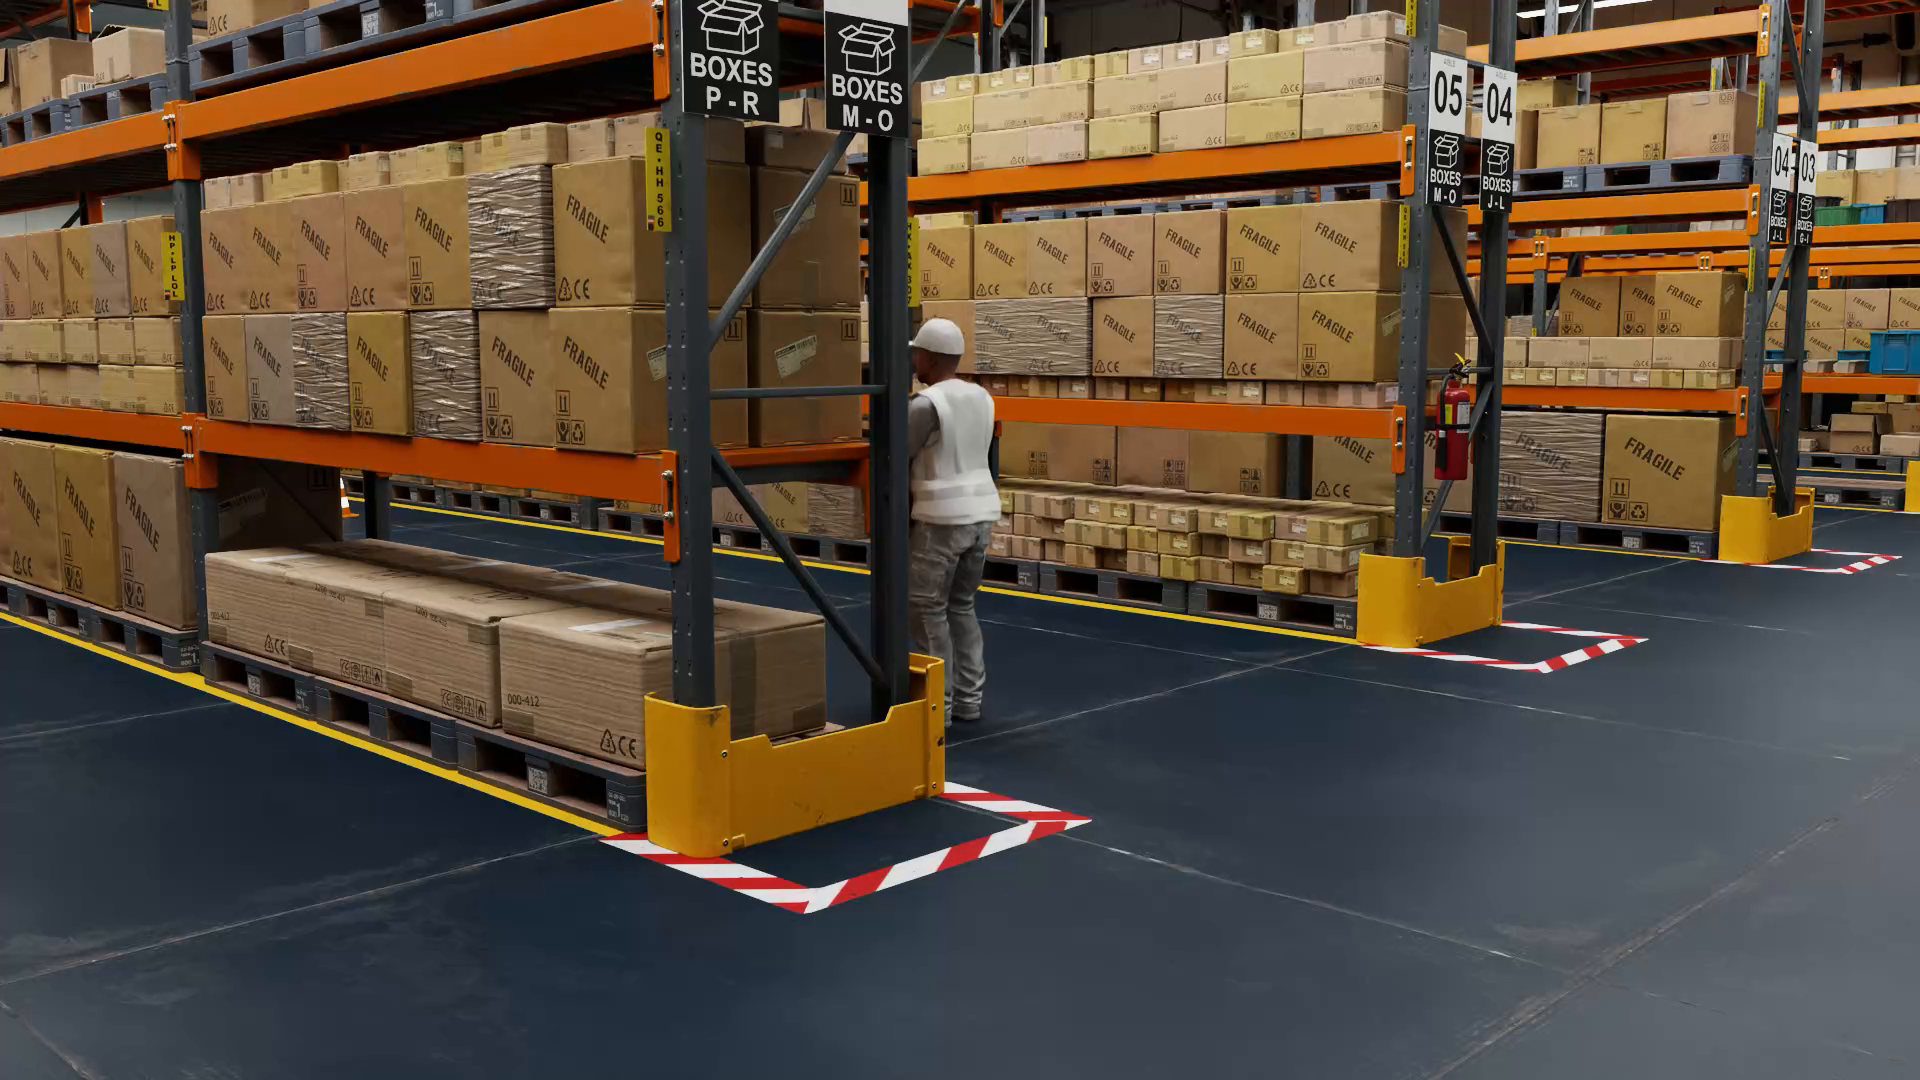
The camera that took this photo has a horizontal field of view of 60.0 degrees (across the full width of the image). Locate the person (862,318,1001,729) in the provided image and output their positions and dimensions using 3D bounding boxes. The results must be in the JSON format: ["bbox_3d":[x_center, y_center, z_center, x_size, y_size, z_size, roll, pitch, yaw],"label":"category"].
[{"bbox_3d":[-0.129,-0.077,7.312,0.583,1.779,0.491,5,9,35],"label":"person"}]
